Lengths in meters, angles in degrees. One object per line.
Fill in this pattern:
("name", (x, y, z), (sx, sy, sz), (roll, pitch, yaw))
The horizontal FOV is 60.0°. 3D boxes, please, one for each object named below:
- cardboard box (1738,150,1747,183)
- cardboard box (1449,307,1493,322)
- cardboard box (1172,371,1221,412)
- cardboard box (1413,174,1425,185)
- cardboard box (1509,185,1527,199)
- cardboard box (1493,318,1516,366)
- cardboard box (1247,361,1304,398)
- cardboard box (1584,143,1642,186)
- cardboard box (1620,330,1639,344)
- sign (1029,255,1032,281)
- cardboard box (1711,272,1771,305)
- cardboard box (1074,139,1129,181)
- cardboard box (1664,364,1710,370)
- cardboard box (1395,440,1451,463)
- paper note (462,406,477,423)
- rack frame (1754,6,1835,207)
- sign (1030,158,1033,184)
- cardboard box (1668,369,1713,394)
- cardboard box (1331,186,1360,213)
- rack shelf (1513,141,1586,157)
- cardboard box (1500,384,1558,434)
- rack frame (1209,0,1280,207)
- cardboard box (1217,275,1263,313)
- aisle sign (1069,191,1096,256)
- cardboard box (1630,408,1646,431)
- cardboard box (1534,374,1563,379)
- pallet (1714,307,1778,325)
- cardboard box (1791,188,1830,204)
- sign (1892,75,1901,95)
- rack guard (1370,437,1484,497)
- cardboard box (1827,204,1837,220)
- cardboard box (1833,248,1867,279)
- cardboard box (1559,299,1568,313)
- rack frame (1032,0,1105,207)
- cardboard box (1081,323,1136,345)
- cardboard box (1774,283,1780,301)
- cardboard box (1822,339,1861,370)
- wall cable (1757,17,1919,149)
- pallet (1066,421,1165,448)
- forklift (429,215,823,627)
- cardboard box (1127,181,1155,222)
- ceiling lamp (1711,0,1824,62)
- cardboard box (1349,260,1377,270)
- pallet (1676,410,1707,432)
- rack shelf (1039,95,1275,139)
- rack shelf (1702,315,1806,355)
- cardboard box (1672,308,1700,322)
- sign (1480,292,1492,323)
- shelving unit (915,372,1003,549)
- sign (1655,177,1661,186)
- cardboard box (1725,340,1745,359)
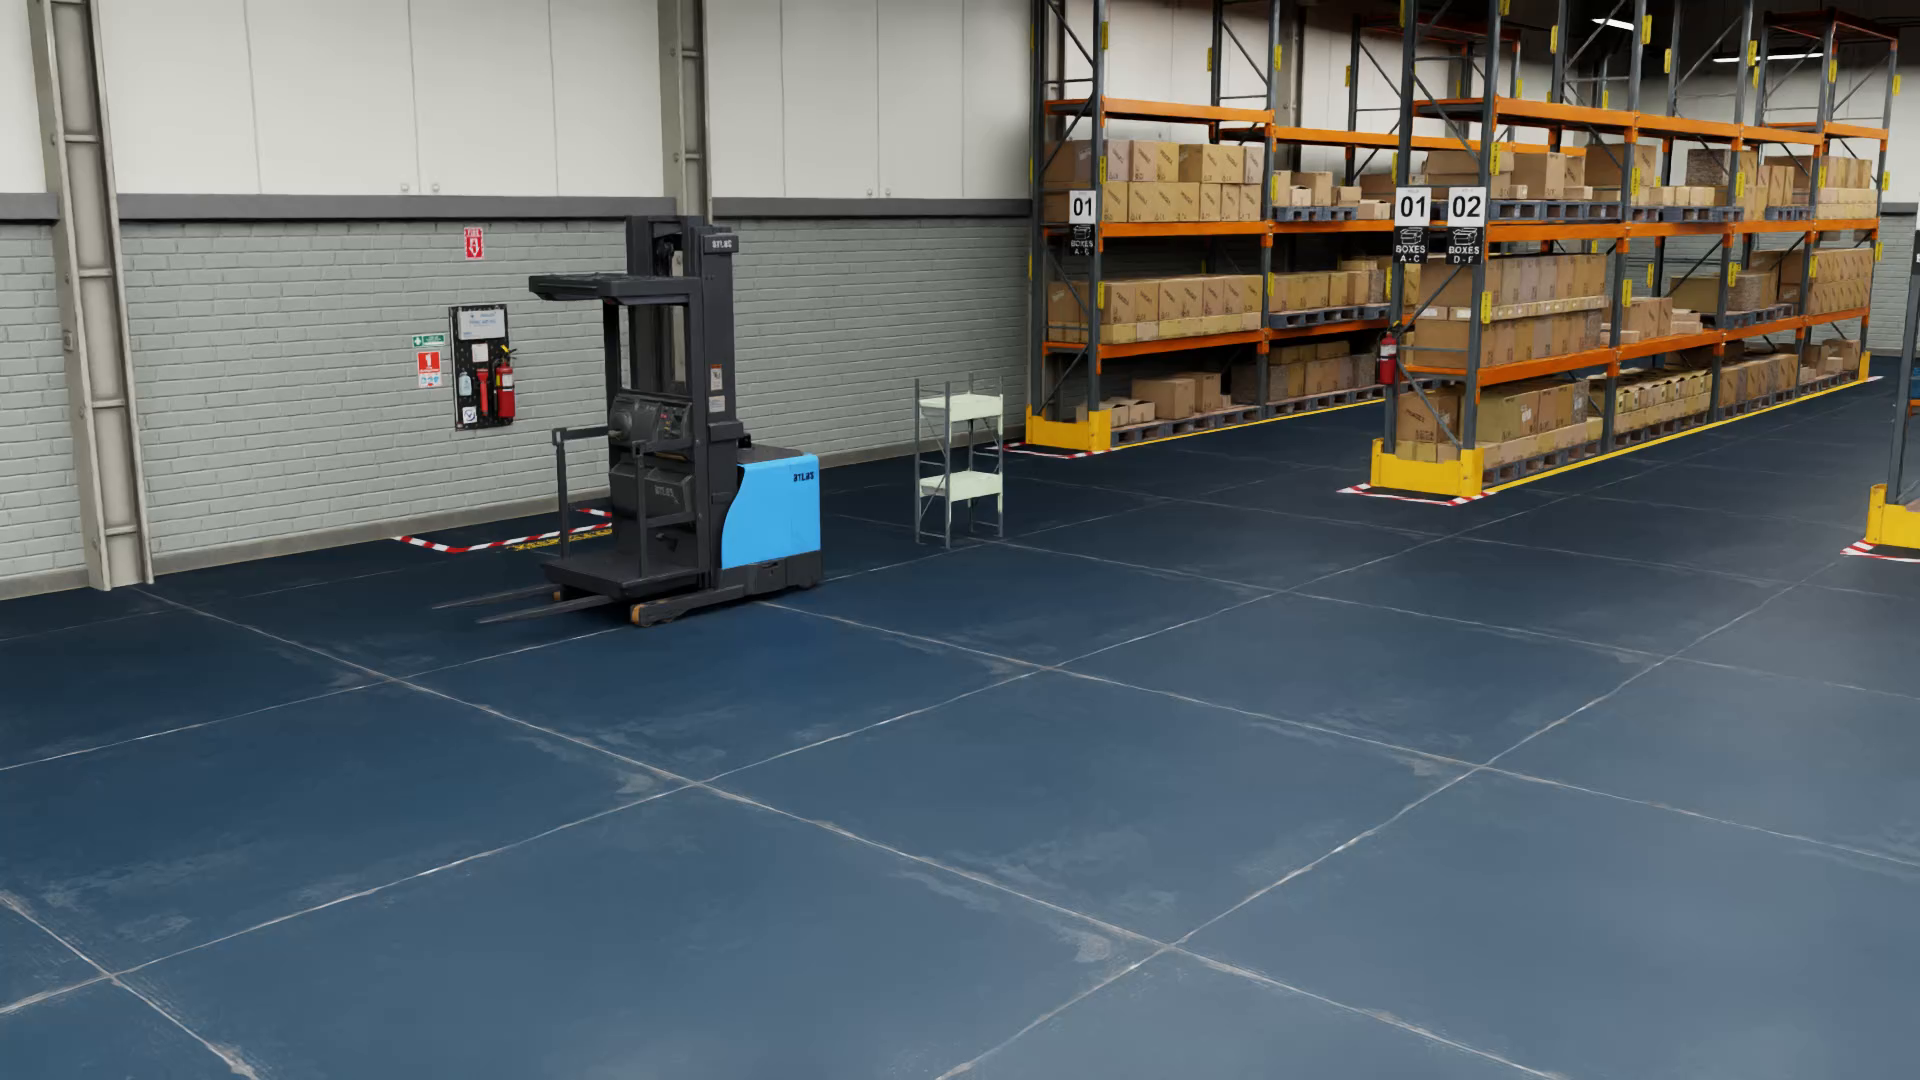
("cardboard box", (10.958, -5.349, 23.905), (0.500, 0.500, 0.500), (10, 15, 40))
("cardboard box", (5.469, -2.420, 17.797), (0.380, 0.149, 0.250), (10, 15, 40))
("cardboard box", (3.310, -2.084, 23.282), (0.500, 0.500, 0.500), (8, 14, 36))
("cardboard box", (7.192, -5.739, 27.289), (0.700, 0.500, 0.500), (9, 14, 37))
("cardboard box", (5.957, -3.796, 18.149), (0.380, 0.149, 0.250), (10, 15, 40))
("cardboard box", (5.709, -2.217, 18.436), (0.700, 0.500, 0.500), (10, 15, 42))
("cardboard box", (4.741, -2.434, 25.039), (0.700, 0.500, 0.500), (9, 15, 39))
("cardboard box", (8.125, -4.668, 20.702), (0.500, 0.500, 0.500), (10, 15, 41))
("cardboard box", (8.427, -2.592, 21.212), (0.380, 0.149, 0.250), (10, 15, 40))
("sign", (0.921, -3.460, 21.154), (0.100, 0.325, 0.005), (10, 15, 40))
("cardboard box", (12.082, -3.893, 25.757), (0.500, 0.500, 0.700), (-9, 15, -39))
("cardboard box", (1.761, -4.708, 20.648), (0.500, 0.500, 0.500), (8, 14, 36))
("cardboard box", (10.770, -2.358, 24.656), (0.500, 0.500, 0.500), (11, 15, 43))
("cardboard box", (5.180, -0.998, 18.535), (0.500, 0.250, 0.500), (10, 15, 40))
("paper note", (-4.653, -1.187, 15.785), (0.016, 0.148, 0.142), (10, 15, 40))
("rack frame", (12.969, -6.730, 25.972), (1.000, 3.000, 0.127), (10, 15, 40))
("sign", (0.921, -4.643, 20.918), (0.100, 0.325, 0.005), (10, 15, 40))
("cardboard box", (10.168, -2.224, 23.241), (0.500, 0.311, 0.500), (10, 15, 42))
("cardboard box", (5.680, -5.193, 25.617), (0.637, 0.503, 0.797), (-10, 15, -40))
("rack shelf", (10.566, -7.116, 30.759), (1.077, 0.370, 4.000), (10, 15, 40))
("cardboard box", (6.561, -1.519, 19.229), (0.500, 0.500, 0.500), (10, 15, 40))
("rack frame", (3.965, -6.193, 23.283), (1.000, 3.000, 0.127), (10, 15, 40))
("cardboard box", (3.885, -3.446, 23.262), (0.500, 0.500, 0.500), (10, 15, 40))
("aisle sign", (1.502, -3.888, 20.423), (0.394, 0.787, 0.004), (10, 15, 40))
("cardboard box", (8.479, -1.571, 21.408), (0.500, 0.250, 0.500), (10, 15, 42))
("cardboard box", (7.147, -1.809, 20.683), (0.500, 0.500, 0.500), (10, 15, 40))
("pallet", (11.609, -3.393, 25.068), (1.003, 0.211, 1.213), (10, 15, 40))
("cardboard box", (13.477, -5.471, 26.429), (0.500, 0.250, 0.500), (10, 15, 40))
("sign", (16.013, -7.780, 28.438), (0.100, 0.325, 0.005), (10, 15, 40))
("rack guard", (5.032, -0.794, 17.948), (1.175, 0.500, 0.348), (10, 15, 40))
("cardboard box", (13.809, -5.299, 26.845), (0.500, 0.250, 0.500), (10, 15, 40))
("cardboard box", (15.189, -4.741, 28.520), (0.500, 0.500, 0.500), (10, 15, 42))
("cardboard box", (6.830, -2.724, 19.320), (0.380, 0.149, 0.250), (10, 15, 42))
("rack frame", (1.324, -5.605, 20.337), (1.000, 3.000, 0.127), (10, 15, 40))
("cardboard box", (1.885, -2.630, 21.091), (0.500, 0.250, 0.500), (9, 15, 39))
("cardboard box", (13.106, -3.944, 27.084), (0.500, 0.500, 0.500), (10, 15, 41))
("cardboard box", (15.436, -3.255, 29.148), (0.500, 0.500, 0.500), (10, 15, 40))
("wall cable", (17.920, -9.349, 34.116), (3.097, 2.526, 0.112), (10, 15, 40))
("pallet", (1.937, -1.422, 21.829), (1.003, 0.211, 1.213), (10, 15, 40))
("forklift", (-2.474, -0.917, 12.357), (1.130, 2.935, 3.031), (10, 15, 42))
("cardboard box", (2.114, -4.284, 21.076), (0.500, 0.500, 0.500), (-11, 16, -44))
("ceiling lamp", (15.555, -10.890, 31.893), (2.000, 3.185, 0.800), (10, 15, 40))
("cardboard box", (6.400, -4.368, 26.427), (0.380, 0.149, 0.250), (7, 14, 33))
("pallet", (9.756, -1.717, 23.305), (1.003, 0.211, 1.213), (10, 15, 40))
("rack shelf", (2.644, -5.545, 21.881), (1.077, 0.370, 4.000), (10, 15, 40))
("rack shelf", (11.649, -3.142, 25.157), (1.077, 0.370, 4.000), (10, 15, 40))
("cardboard box", (10.056, -3.109, 23.383), (0.500, 0.311, 0.500), (11, 16, 44))
("sign", (5.461, -2.414, 17.264), (0.100, 0.325, 0.005), (10, 15, 40))
("shelving unit", (-0.004, -0.734, 15.098), (0.431, 1.500, 0.755), (10, 15, 40))
("sign", (9.922, -4.995, 23.622), (0.100, 0.325, 0.005), (10, 15, 40))
("cardboard box", (11.807, -2.959, 25.753), (0.500, 0.250, 0.500), (10, 15, 40))
